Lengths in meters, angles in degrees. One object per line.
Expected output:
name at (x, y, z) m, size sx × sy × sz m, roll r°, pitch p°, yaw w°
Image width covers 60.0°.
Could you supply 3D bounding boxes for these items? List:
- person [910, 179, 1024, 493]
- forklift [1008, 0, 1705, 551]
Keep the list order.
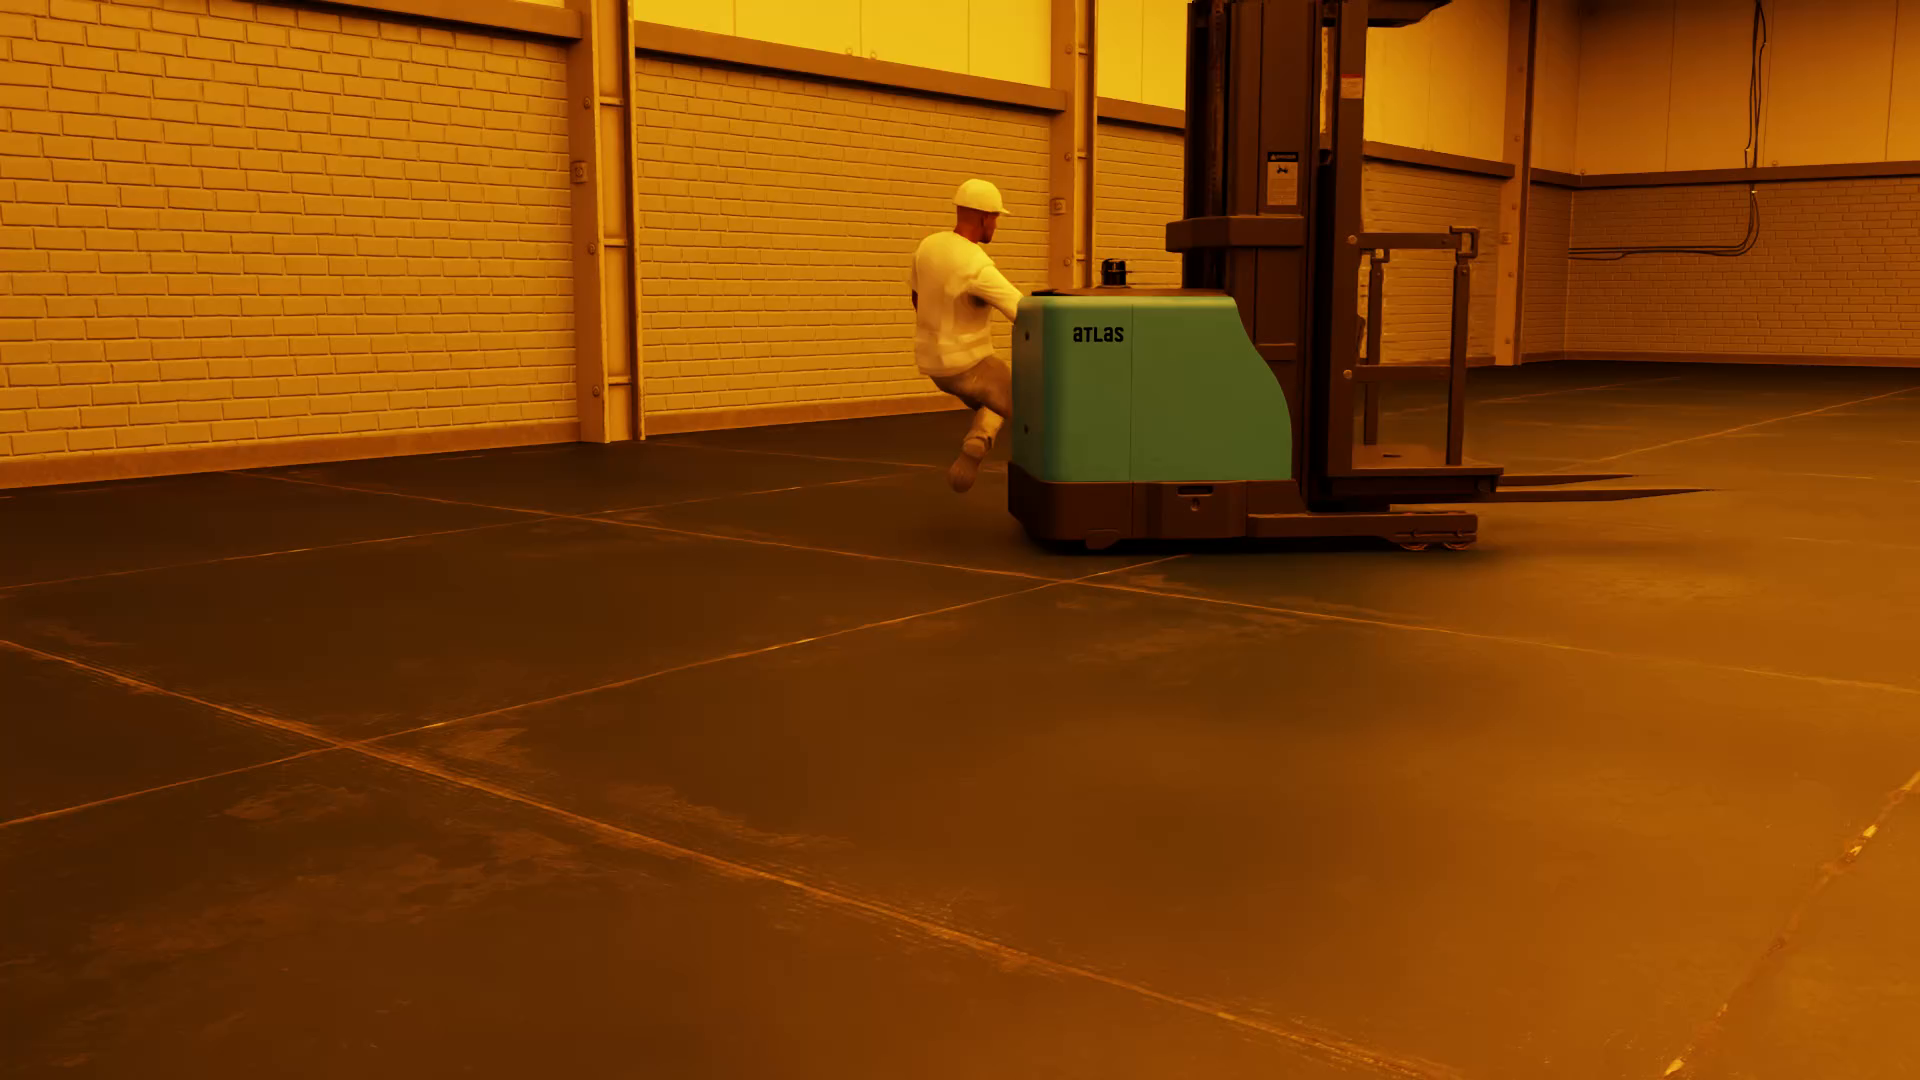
person at (0.189, -0.880, 7.897) m, size 0.745 × 1.614 × 0.796 m, roll -5°, pitch 10°, yaw -33°
forklift at (1.782, -1.477, 7.379) m, size 3.031 × 2.935 × 1.130 m, roll -1°, pitch 8°, yaw -7°
